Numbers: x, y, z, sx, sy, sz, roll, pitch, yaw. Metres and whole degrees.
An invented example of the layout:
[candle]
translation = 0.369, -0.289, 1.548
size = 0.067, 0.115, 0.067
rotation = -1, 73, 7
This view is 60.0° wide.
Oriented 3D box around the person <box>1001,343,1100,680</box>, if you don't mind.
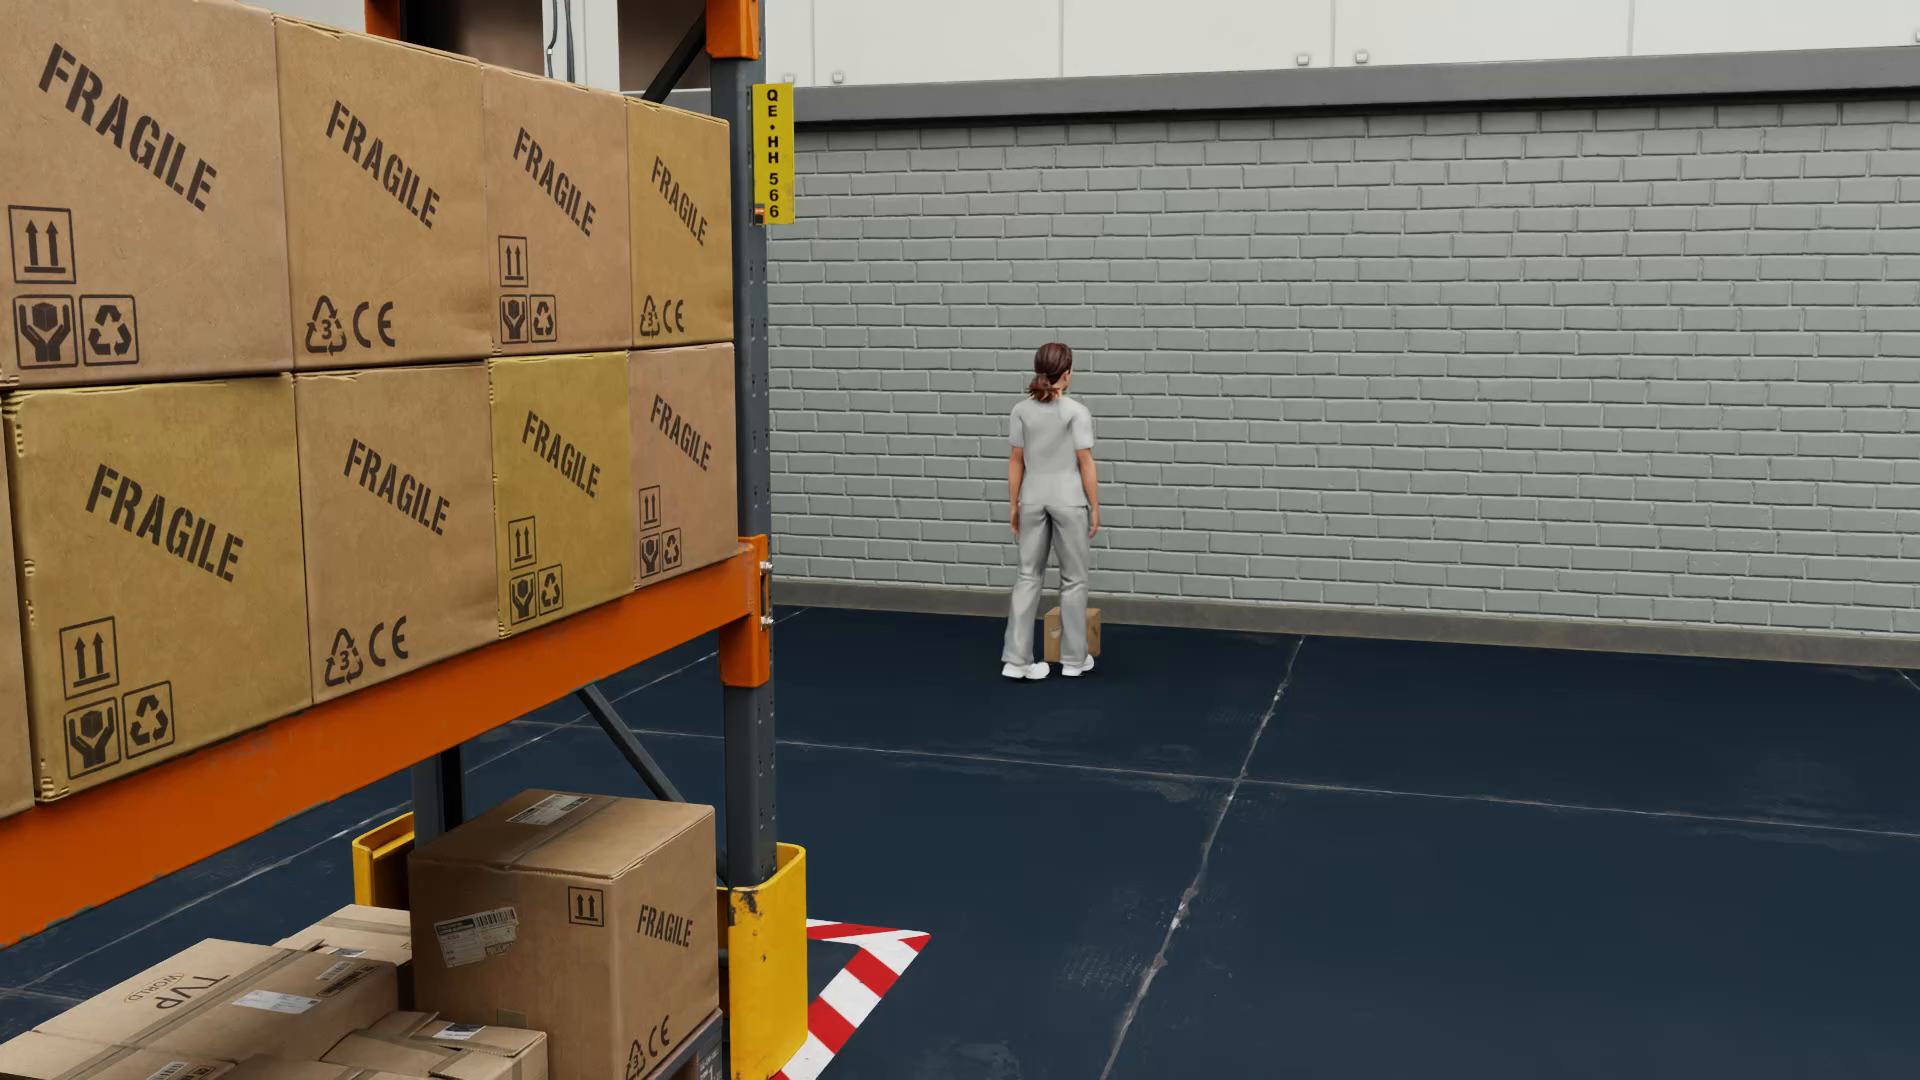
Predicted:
[person]
translation = 0.478, -0.140, 8.277
size = 0.451, 1.677, 0.565
rotation = 4, 9, 24
